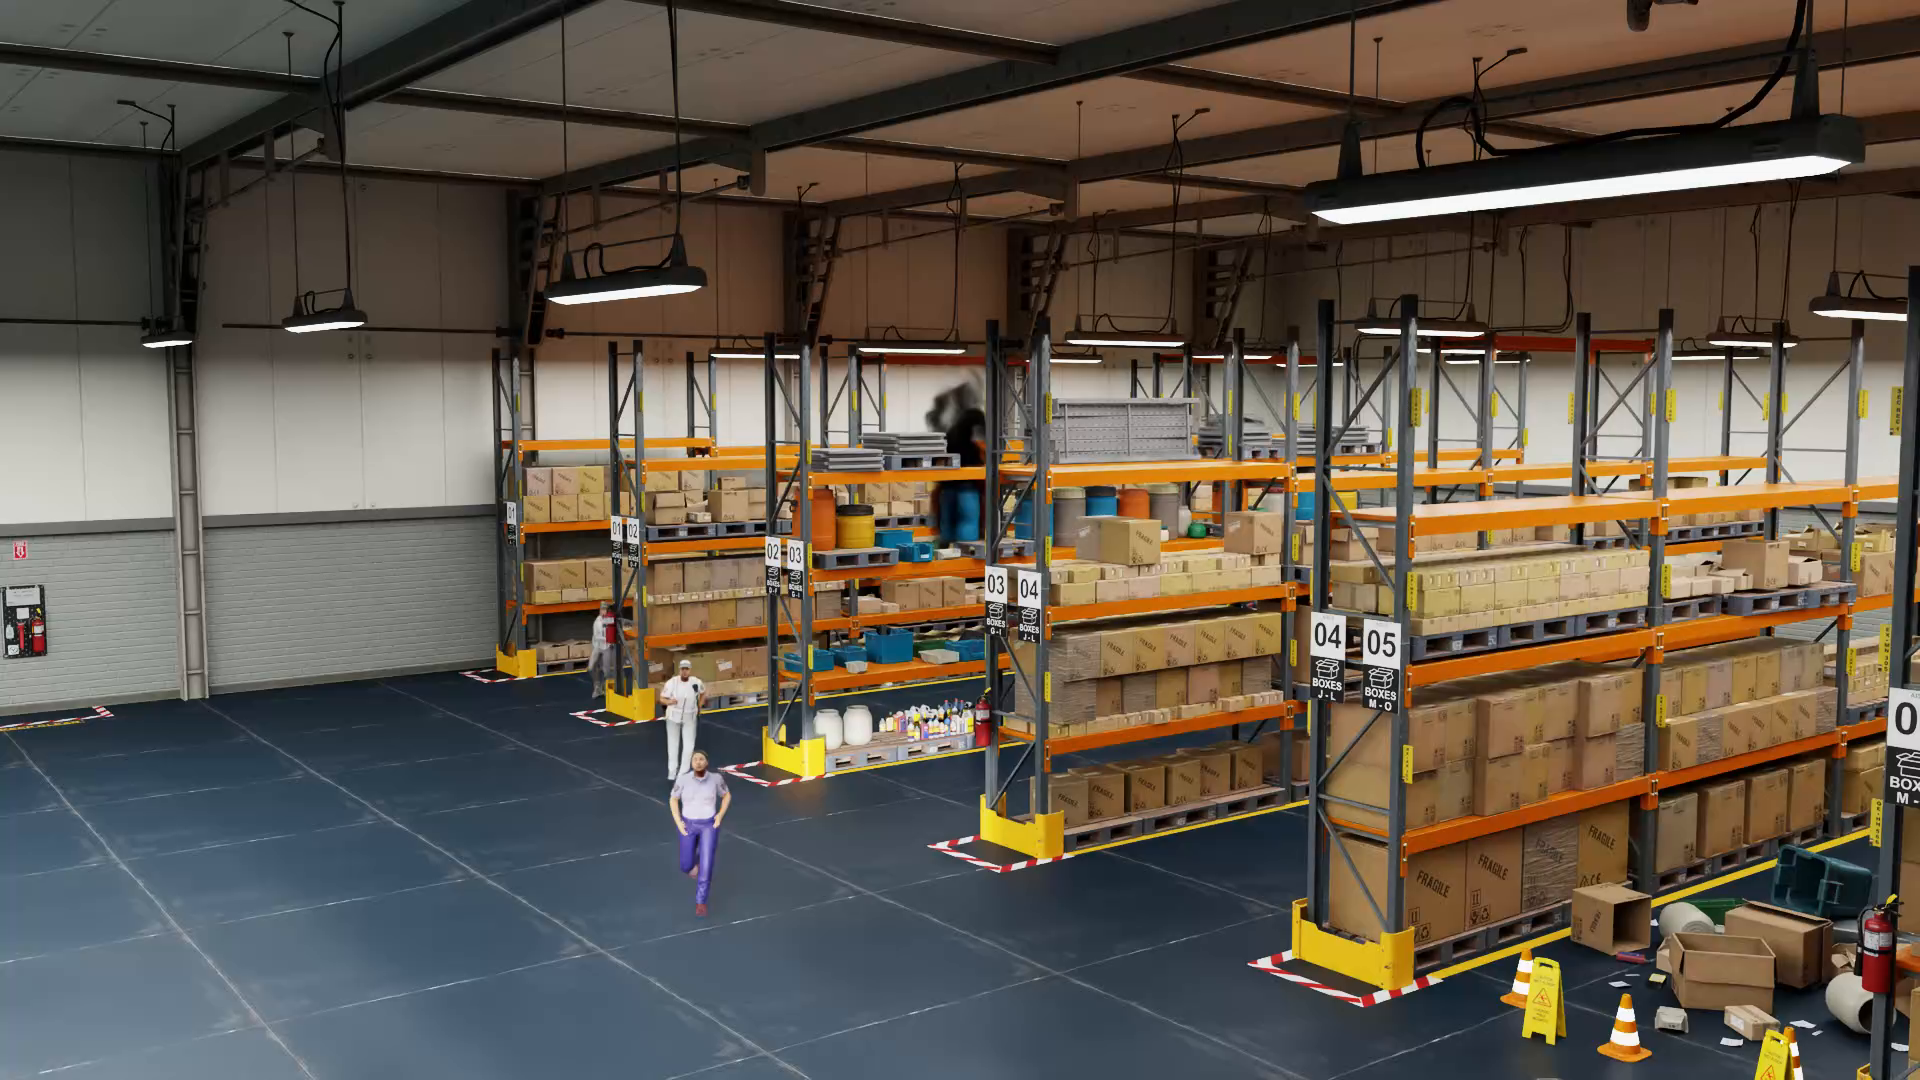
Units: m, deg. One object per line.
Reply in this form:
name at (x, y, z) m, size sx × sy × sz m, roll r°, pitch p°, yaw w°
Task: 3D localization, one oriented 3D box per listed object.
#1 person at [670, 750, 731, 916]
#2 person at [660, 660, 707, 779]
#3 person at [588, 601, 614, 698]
person at (-2.623, 2.915, 16.818) m, size 0.601 × 1.619 × 0.807 m, roll 0°, pitch 5°, yaw -1°
person at (-3.647, 2.426, 21.947) m, size 0.606 × 1.729 × 0.749 m, roll -1°, pitch 5°, yaw -8°
person at (-6.004, 1.870, 28.225) m, size 0.602 × 1.725 × 0.637 m, roll 2°, pitch 6°, yaw 25°
